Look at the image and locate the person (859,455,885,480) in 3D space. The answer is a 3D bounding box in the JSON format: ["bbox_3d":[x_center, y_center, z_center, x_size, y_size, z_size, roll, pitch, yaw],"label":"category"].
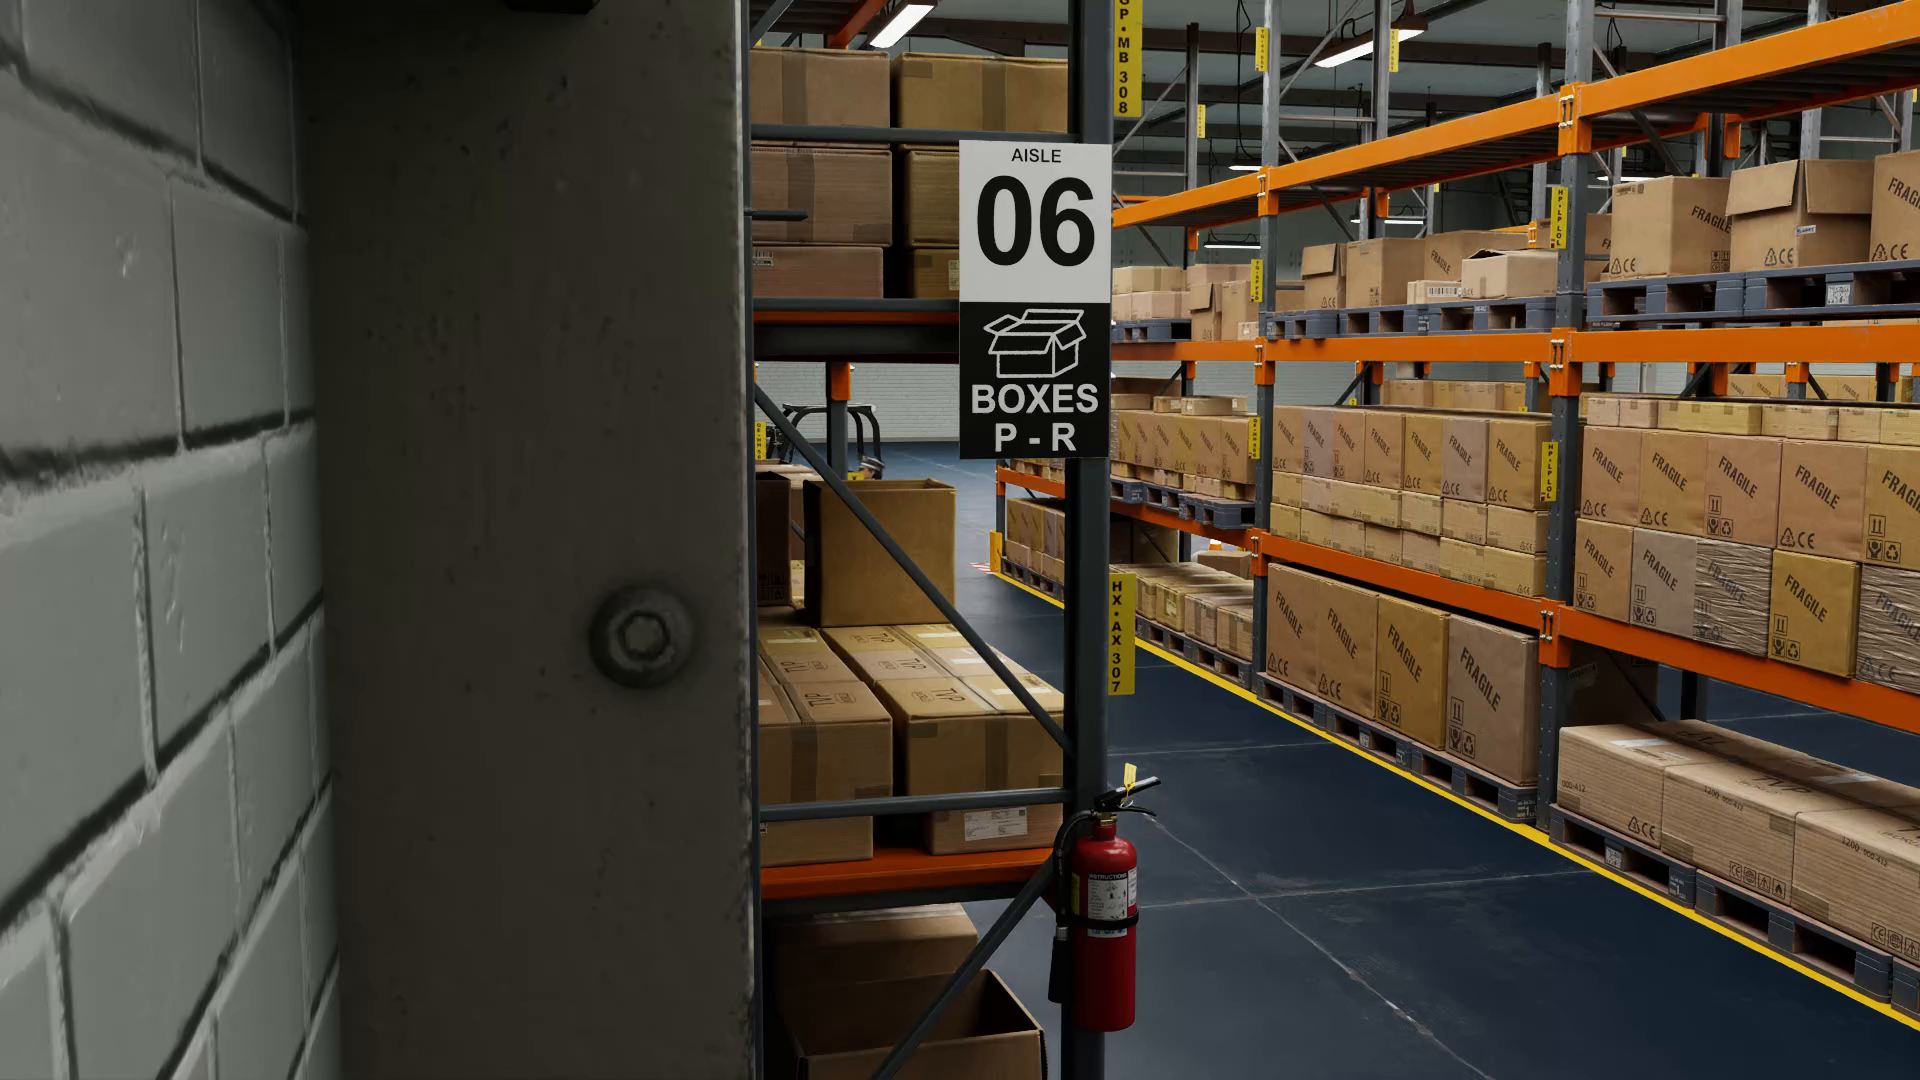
[{"bbox_3d":[-1.043,-0.025,16.981,0.560,1.686,0.459,-1,6,-13],"label":"person"}]
